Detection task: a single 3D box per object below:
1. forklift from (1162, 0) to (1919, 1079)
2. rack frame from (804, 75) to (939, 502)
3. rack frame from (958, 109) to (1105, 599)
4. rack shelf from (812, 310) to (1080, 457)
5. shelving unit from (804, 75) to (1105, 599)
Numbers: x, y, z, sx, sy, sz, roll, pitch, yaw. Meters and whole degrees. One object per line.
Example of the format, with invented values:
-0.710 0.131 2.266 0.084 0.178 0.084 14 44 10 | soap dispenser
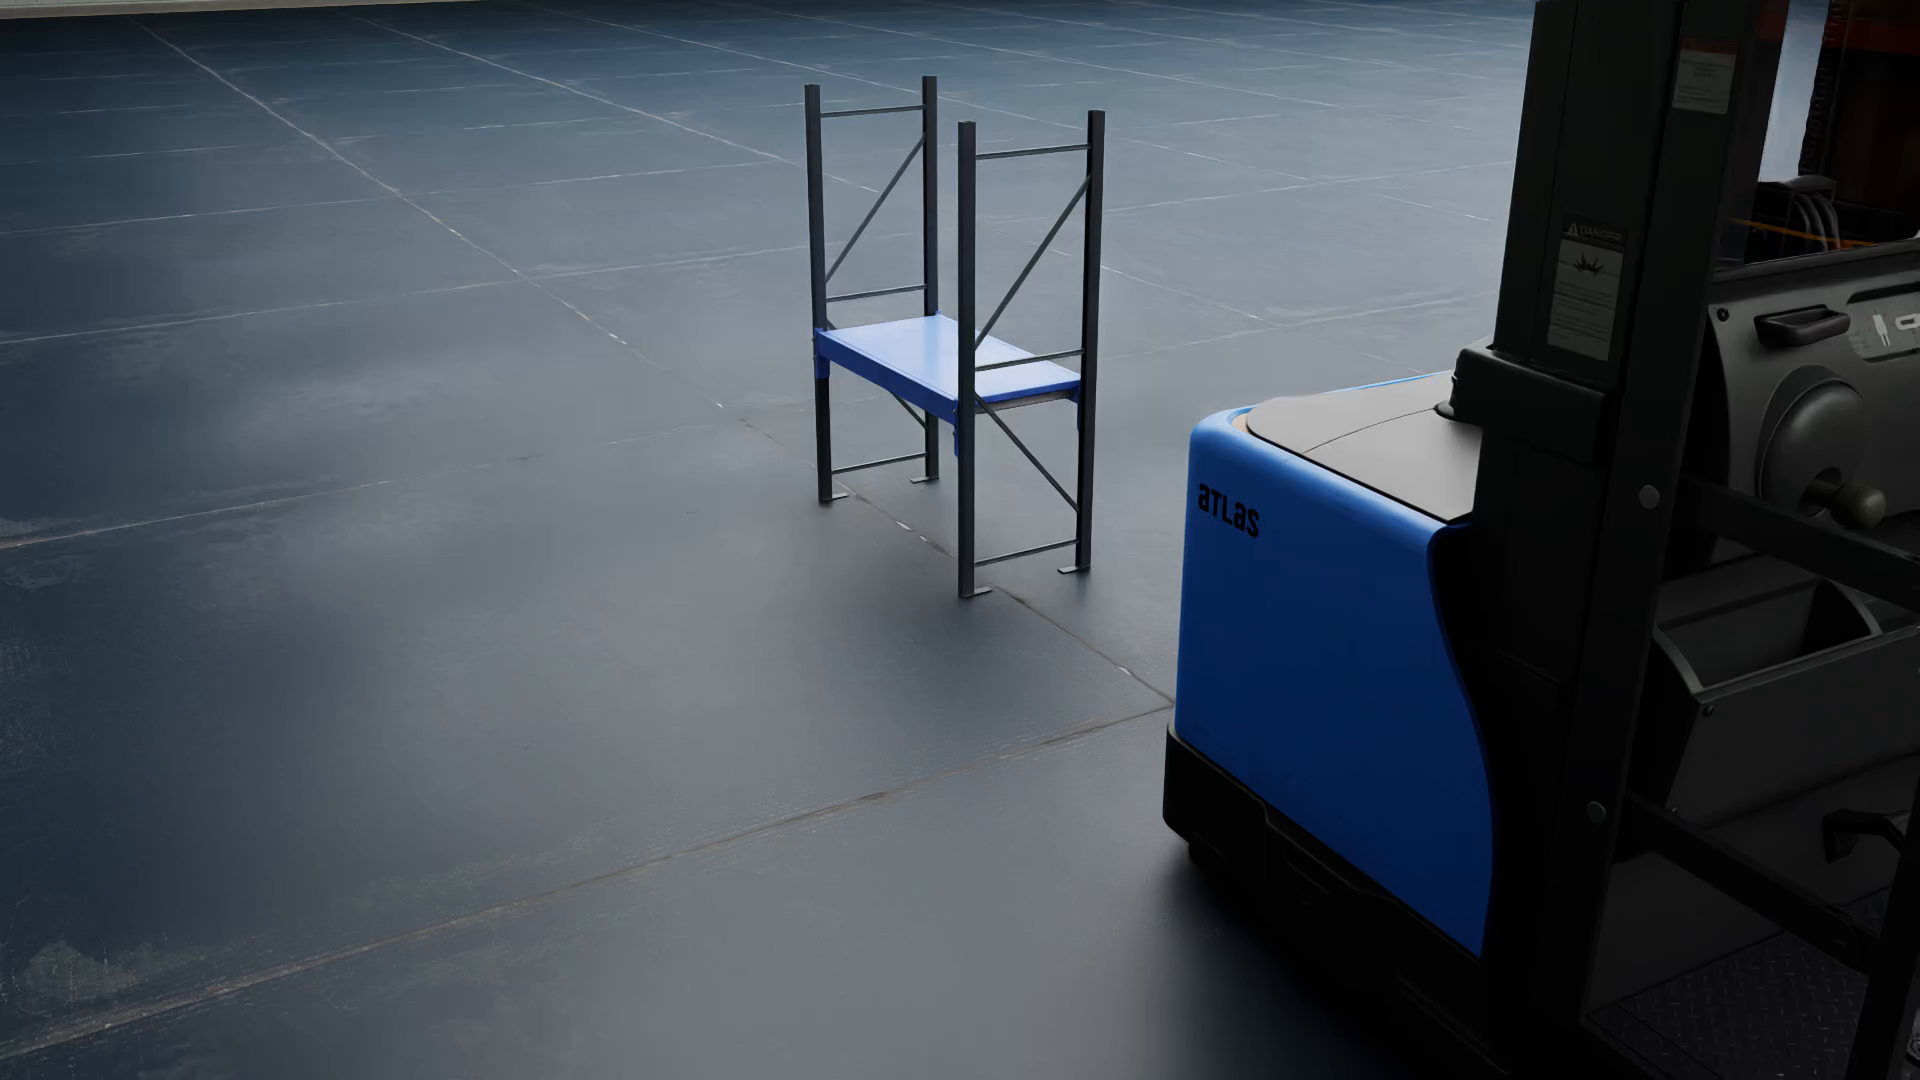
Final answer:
1.627 -0.235 2.497 1.130 2.935 3.031 -11 25 -26 | forklift
-0.303 -0.887 6.002 0.500 1.500 0.032 -13 25 -28 | rack frame
0.216 -0.558 5.192 0.500 1.500 0.032 -13 25 -28 | rack frame
-0.044 -0.556 5.665 0.538 0.185 1.000 -13 25 -28 | rack shelf
-0.044 -0.722 5.597 0.538 1.500 1.048 -13 25 -28 | shelving unit
